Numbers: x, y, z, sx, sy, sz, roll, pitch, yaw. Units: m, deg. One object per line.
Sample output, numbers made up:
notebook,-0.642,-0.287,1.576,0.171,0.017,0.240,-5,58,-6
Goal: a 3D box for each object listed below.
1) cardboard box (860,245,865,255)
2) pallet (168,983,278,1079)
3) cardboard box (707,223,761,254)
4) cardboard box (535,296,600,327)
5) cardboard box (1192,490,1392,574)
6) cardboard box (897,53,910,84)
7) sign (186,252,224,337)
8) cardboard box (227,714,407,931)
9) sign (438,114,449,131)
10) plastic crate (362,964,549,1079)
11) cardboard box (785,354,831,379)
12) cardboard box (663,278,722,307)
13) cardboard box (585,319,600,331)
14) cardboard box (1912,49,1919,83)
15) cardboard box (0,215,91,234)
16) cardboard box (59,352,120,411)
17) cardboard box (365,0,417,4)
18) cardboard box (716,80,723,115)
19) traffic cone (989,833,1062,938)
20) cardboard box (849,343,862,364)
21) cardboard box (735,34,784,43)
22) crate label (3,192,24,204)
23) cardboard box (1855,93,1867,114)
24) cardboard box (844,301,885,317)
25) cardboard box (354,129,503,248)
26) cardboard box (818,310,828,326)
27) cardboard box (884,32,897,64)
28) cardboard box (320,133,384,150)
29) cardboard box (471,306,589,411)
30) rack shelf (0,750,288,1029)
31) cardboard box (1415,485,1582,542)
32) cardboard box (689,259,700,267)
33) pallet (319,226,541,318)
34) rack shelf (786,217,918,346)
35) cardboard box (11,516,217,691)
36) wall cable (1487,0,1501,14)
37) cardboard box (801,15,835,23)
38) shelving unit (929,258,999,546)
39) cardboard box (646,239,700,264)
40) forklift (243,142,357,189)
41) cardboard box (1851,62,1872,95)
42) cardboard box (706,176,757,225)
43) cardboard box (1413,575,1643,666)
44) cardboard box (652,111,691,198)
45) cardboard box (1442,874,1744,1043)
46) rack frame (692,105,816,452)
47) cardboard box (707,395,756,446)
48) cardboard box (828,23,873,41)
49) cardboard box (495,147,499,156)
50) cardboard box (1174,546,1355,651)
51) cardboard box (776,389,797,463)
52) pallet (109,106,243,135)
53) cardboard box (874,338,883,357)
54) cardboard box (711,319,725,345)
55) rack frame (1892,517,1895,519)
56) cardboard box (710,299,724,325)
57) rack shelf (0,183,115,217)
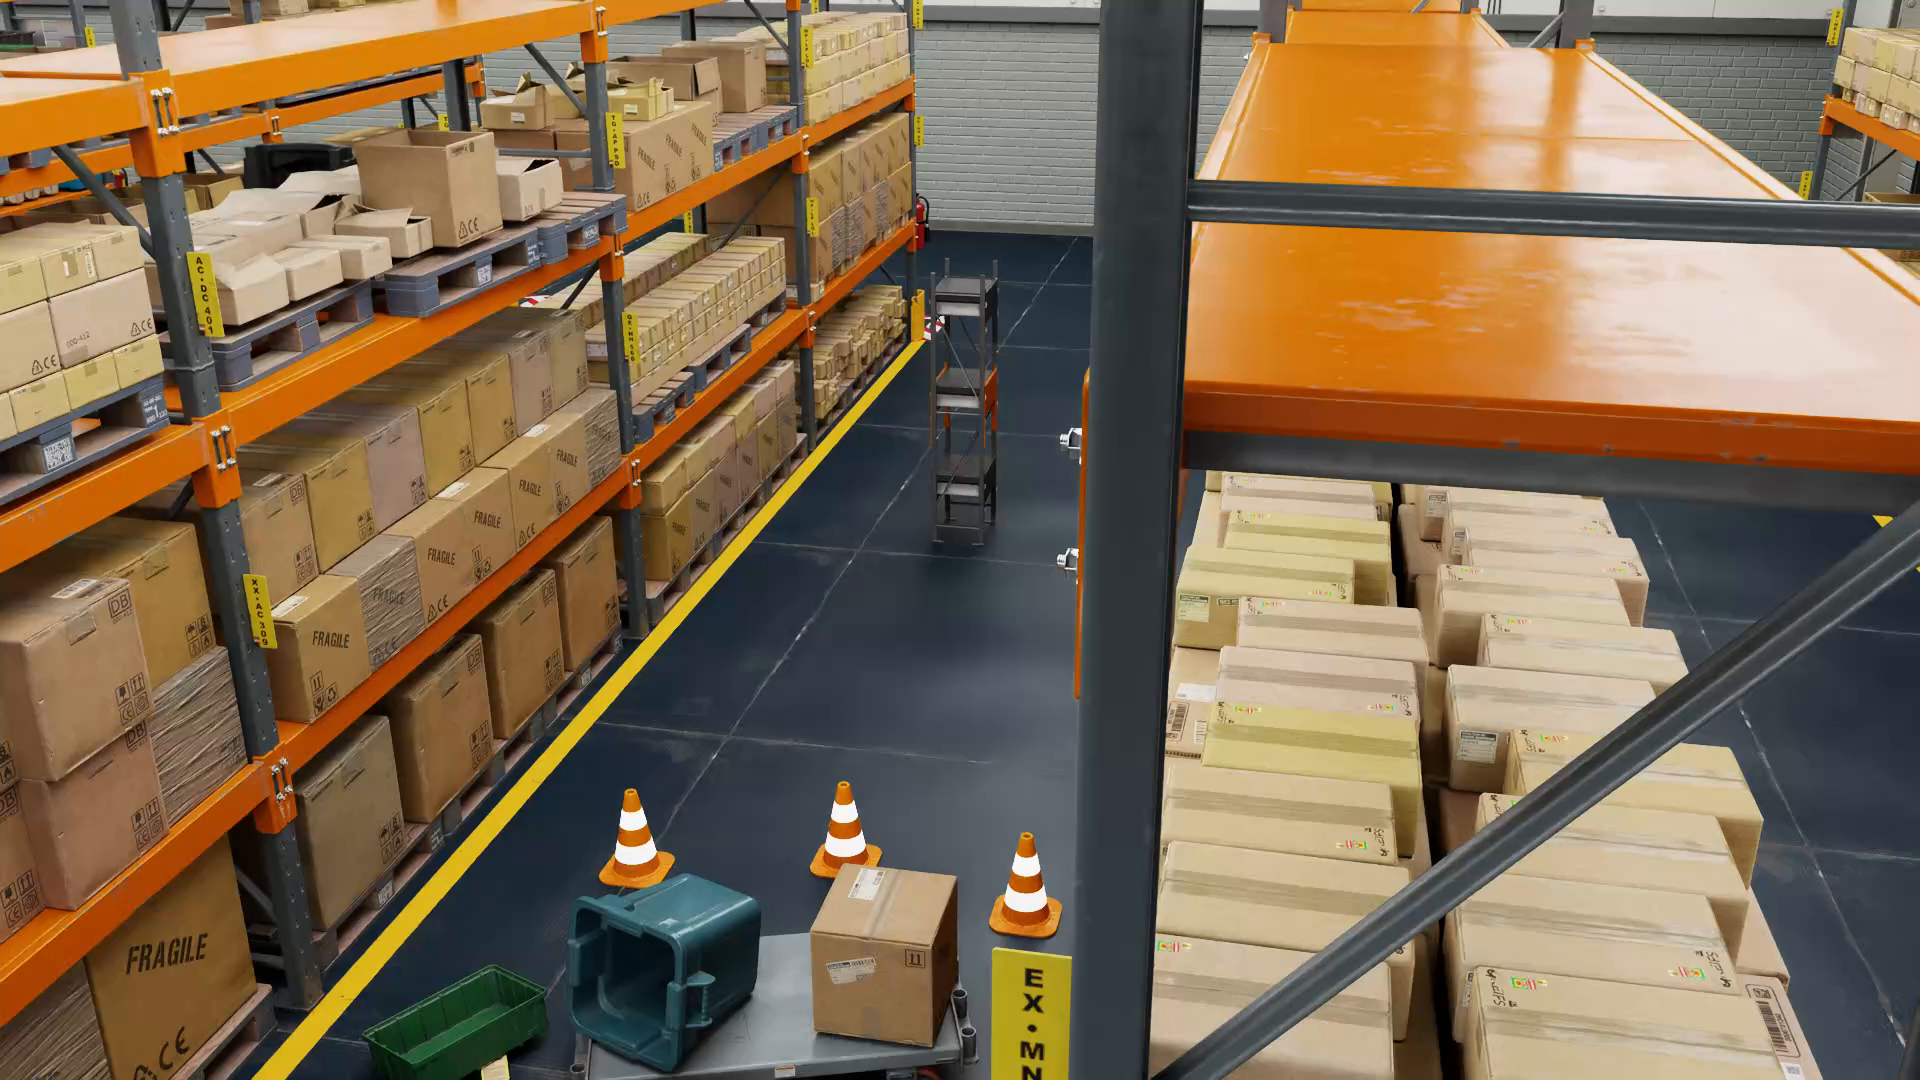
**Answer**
cardboard box,-1.151,-2.877,16.319,0.380,0.149,0.250,5,22,12
pallet,-3.655,2.257,6.966,1.003,0.211,1.213,4,22,11
cardboard box,-1.968,-2.617,14.804,0.500,0.500,0.500,4,22,11
cardboard box,-2.798,-1.625,11.851,0.380,0.149,0.250,5,22,13
cardboard box,0.875,0.084,4.418,0.500,0.250,0.500,5,22,11
cardboard box,-0.808,-4.832,17.023,0.500,0.250,0.500,4,22,10
sign,-2.879,-0.935,6.346,0.100,0.325,0.005,4,22,11
cardboard box,-3.384,1.306,8.044,1.050,0.750,0.750,4,22,11
sign,-3.138,-2.445,10.201,0.100,0.325,0.005,4,22,11
plastic crate,-2.176,2.133,7.230,0.450,0.188,0.662,7,21,42
cardboard box,-1.403,-1.589,15.241,0.380,0.149,0.250,6,23,14
cardboard box,-2.002,-1.852,12.414,0.380,0.149,0.250,4,22,10
cardboard box,-2.796,-1.489,11.911,0.380,0.149,0.250,5,22,11
cardboard box,8.010,-3.782,13.348,0.500,0.250,0.500,5,22,12
cardboard box,-7.141,-2.202,12.830,0.797,0.503,0.637,5,22,12
cardboard box,-3.236,-0.575,5.891,0.380,0.149,0.250,5,22,12
cardboard box,-6.096,-5.400,17.402,0.700,0.500,0.500,4,22,9
cardboard box,-2.176,-3.473,13.004,0.500,0.311,0.500,4,22,10
traffic cone,0.326,1.648,8.141,0.336,0.463,0.334,4,22,11
cardboard box,-1.175,-1.829,16.235,0.380,0.149,0.250,4,22,11
cardboard box,-1.773,-4.385,14.709,0.380,0.149,0.250,5,23,13
crate label,-10.753,-3.875,18.732,0.396,0.136,0.243,4,22,11
cardboard box,8.211,-3.882,14.798,0.380,0.149,0.250,5,22,12
cardboard box,-0.985,-2.351,17.133,0.380,0.149,0.250,4,22,9
cardboard box,-2.687,-1.793,8.446,0.500,0.500,0.500,4,22,11
cardboard box,-1.565,-2.290,16.981,0.380,0.149,0.250,5,23,13
cardboard box,-0.922,-4.876,16.461,0.500,0.250,0.500,4,22,9
cardboard box,-6.373,-4.001,17.571,0.500,0.500,0.500,4,22,9
cardboard box,-2.708,-1.118,10.142,0.700,0.500,0.500,4,22,11
rack shelf,-3.831,1.757,5.439,1.077,0.370,4.000,4,22,11
cardboard box,1.395,-0.098,4.336,0.380,0.149,0.250,4,22,10
cardboard box,-2.372,-2.247,13.792,0.380,0.149,0.250,4,22,10
pallet,-2.912,-1.426,8.618,1.003,0.211,1.213,6,23,13
rack shelf,-1.383,-2.632,16.336,1.077,0.370,4.000,4,22,11
cardboard box,-3.532,0.253,6.563,0.875,0.550,0.550,4,22,11
wall cable,8.232,-7.974,20.558,2.988,3.039,0.133,4,22,11
cardboard box,-1.460,-5.149,16.606,0.380,0.149,0.250,4,22,11
shelving unit,0.034,-1.035,12.612,0.431,2.100,0.503,4,22,11
cardboard box,-2.372,-2.377,13.718,0.380,0.149,0.250,5,22,12
forklift,-4.905,-1.351,12.284,1.130,2.935,3.031,4,22,10
cardboard box,8.310,-4.111,14.832,0.500,0.250,0.500,5,22,12
cardboard box,-1.959,-3.075,14.603,0.500,0.500,0.500,4,22,9
cardboard box,1.308,0.311,3.853,0.500,0.250,0.500,5,22,12
cardboard box,-2.135,-2.581,11.098,0.500,0.500,0.500,4,22,11
cardboard box,0.935,0.642,2.497,0.380,0.149,0.250,4,22,11
rack frame,-1.791,-2.234,14.386,1.000,3.000,0.127,4,22,11
cardboard box,-1.907,-0.944,12.963,0.500,0.250,0.500,3,22,9
cardboard box,-1.047,-4.826,15.804,0.380,0.149,0.250,5,22,12
cardboard box,-2.970,-2.115,9.497,0.500,0.311,0.500,4,22,11
cardboard box,0.687,0.140,3.743,0.380,0.149,0.250,5,22,12
cardboard box,-1.695,-0.980,14.055,0.500,0.500,0.500,4,22,10
pallet,-6.764,-3.613,14.050,0.805,0.209,1.217,4,22,9
cardboard box,-0.997,-1.980,17.008,0.380,0.149,0.250,3,22,9
cardboard box,-1.995,-1.578,12.531,0.380,0.149,0.250,4,22,9
rack frame,7.936,-1.517,12.605,1.000,3.000,0.127,4,22,11
cardboard box,-1.999,-1.719,12.483,0.380,0.149,0.250,5,23,13
rack shelf,-11.066,-3.425,18.305,1.077,0.370,4.000,4,22,11
